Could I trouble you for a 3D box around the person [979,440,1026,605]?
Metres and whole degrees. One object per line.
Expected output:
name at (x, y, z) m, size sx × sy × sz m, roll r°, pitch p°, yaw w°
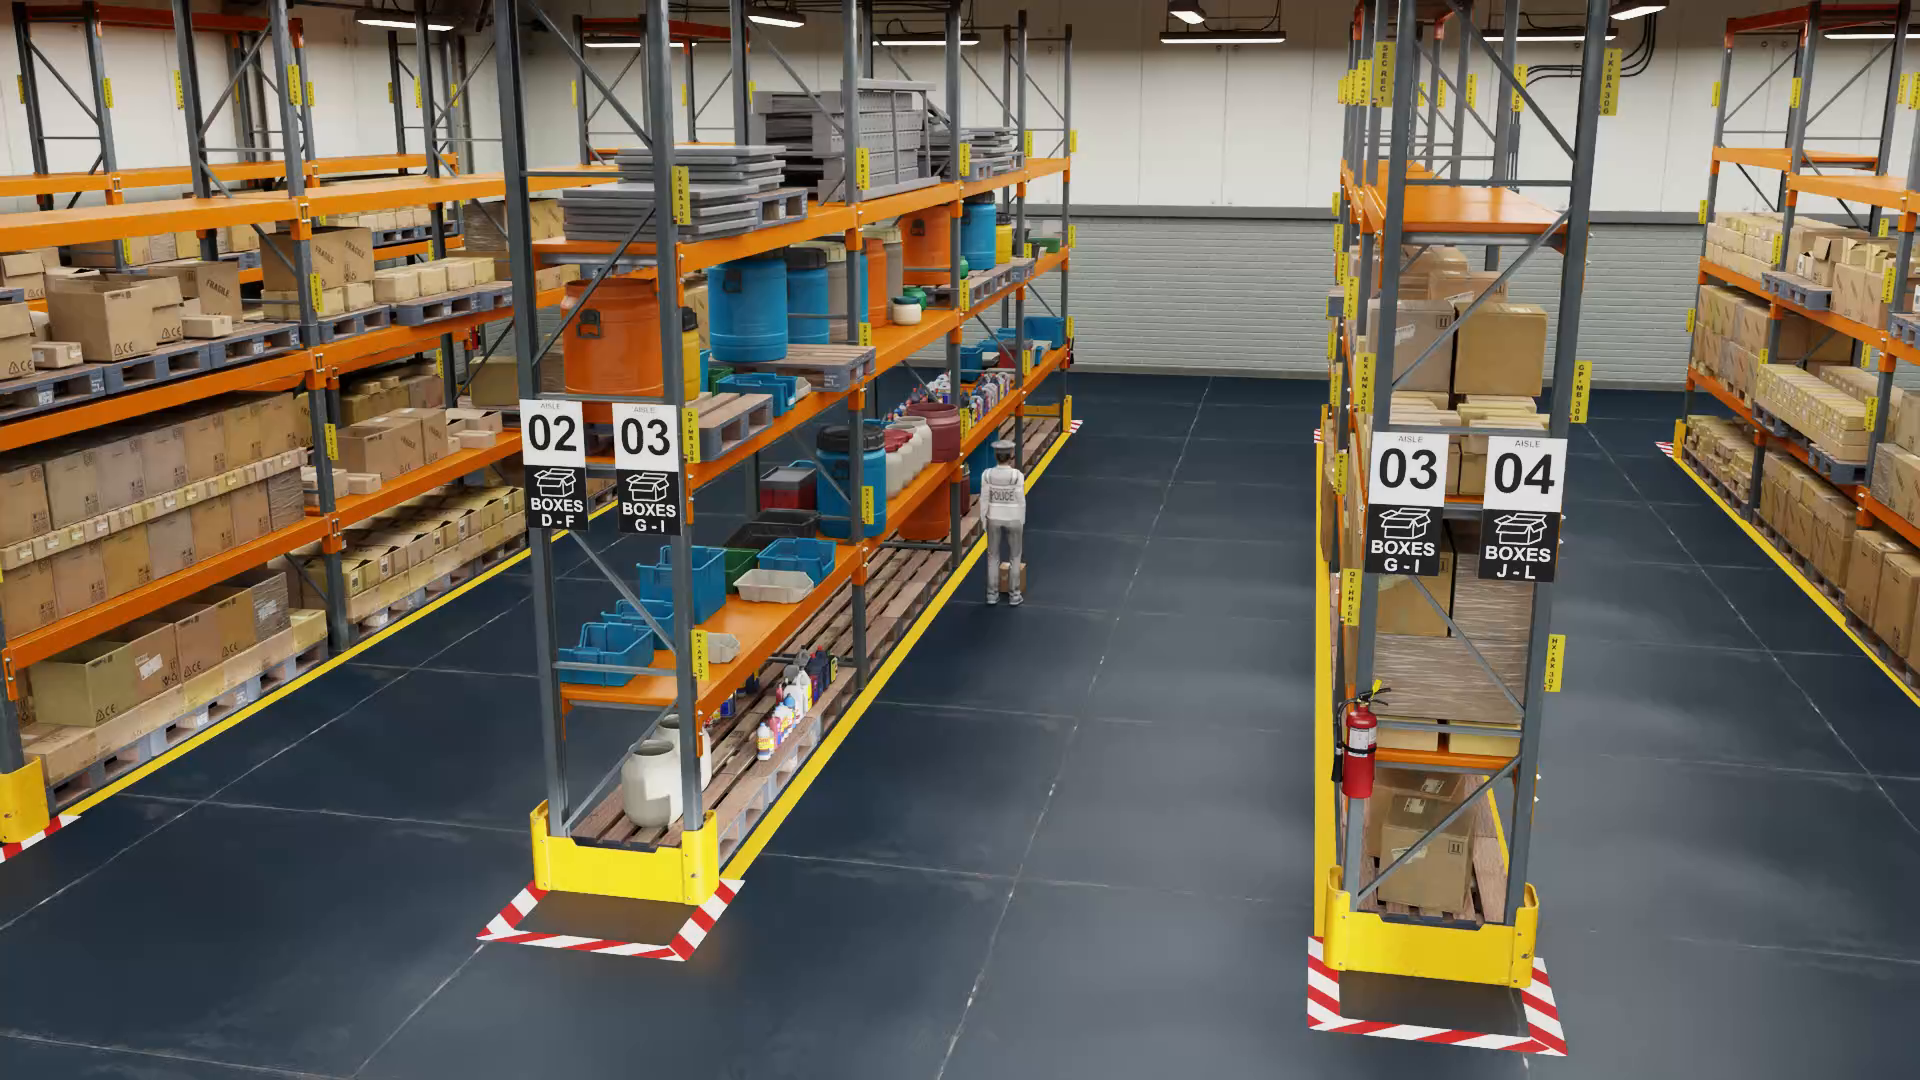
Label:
person at (0.430, -0.168, 16.672) m, size 0.469 × 1.670 × 0.328 m, roll 3°, pitch 15°, yaw 12°
